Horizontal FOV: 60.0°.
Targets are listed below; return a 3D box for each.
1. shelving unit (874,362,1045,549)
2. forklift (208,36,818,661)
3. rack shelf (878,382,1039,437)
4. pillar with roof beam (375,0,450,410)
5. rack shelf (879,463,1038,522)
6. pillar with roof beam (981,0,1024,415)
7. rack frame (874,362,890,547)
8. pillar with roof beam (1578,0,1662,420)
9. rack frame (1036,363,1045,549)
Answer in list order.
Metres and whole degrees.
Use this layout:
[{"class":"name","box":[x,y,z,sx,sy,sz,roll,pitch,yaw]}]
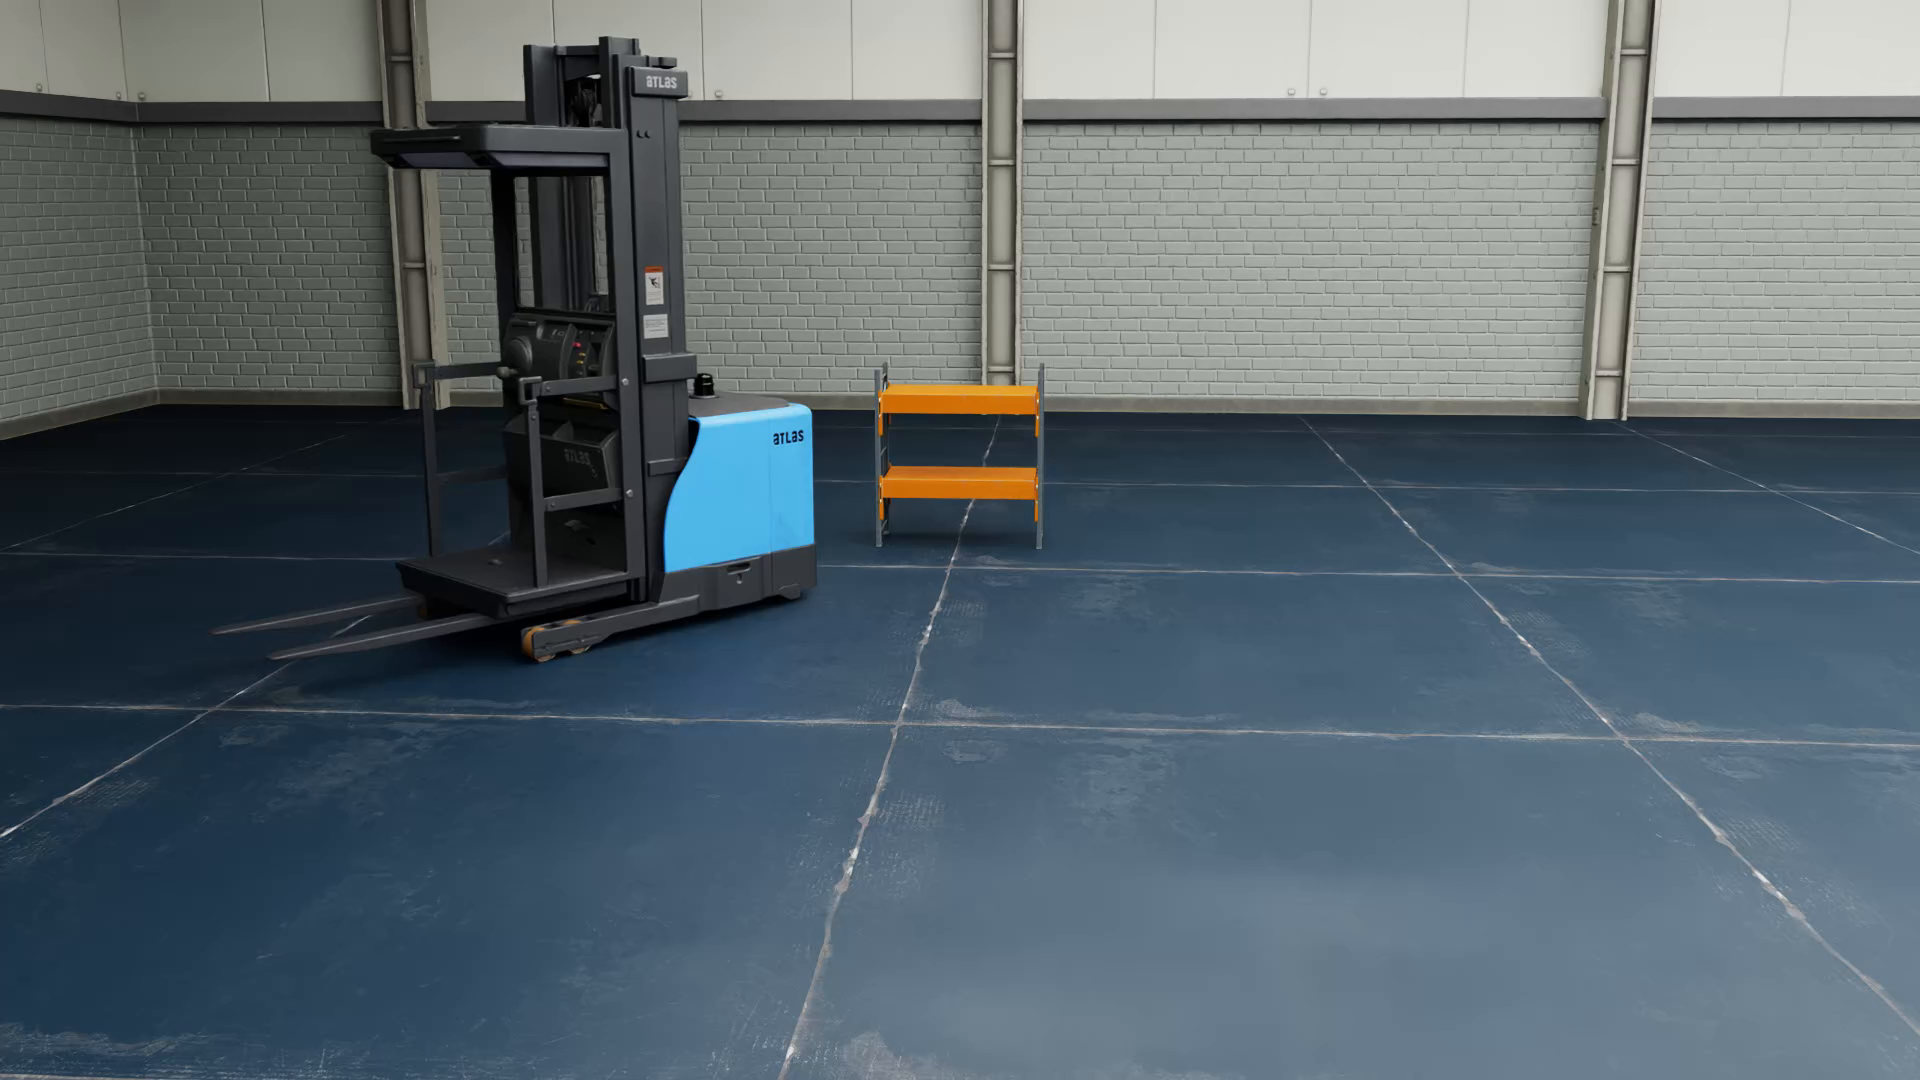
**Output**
[{"class":"shelving unit","box":[0.007,-0.550,10.652,1.048,1.125,0.538,1,12,4]},{"class":"forklift","box":[-2.176,-0.969,8.243,1.130,2.935,3.031,11,16,43]},{"class":"rack shelf","box":[0.007,-0.837,10.593,1.000,0.278,0.538,1,12,4]},{"class":"pillar with roof beam","box":[-5.855,-4.909,12.255,0.400,9.000,9.100,1,12,4]},{"class":"rack shelf","box":[0.007,-0.311,10.703,1.000,0.278,0.538,1,12,4]},{"class":"pillar with roof beam","box":[0.132,-4.826,11.863,0.400,9.000,9.100,1,12,4]},{"class":"rack frame","box":[-0.500,-0.557,10.686,0.032,1.125,0.500,1,12,4]},{"class":"pillar with roof beam","box":[6.119,-4.744,11.471,0.400,9.000,9.100,1,12,4]},{"class":"rack frame","box":[0.514,-0.544,10.619,0.032,1.125,0.500,1,12,4]}]
